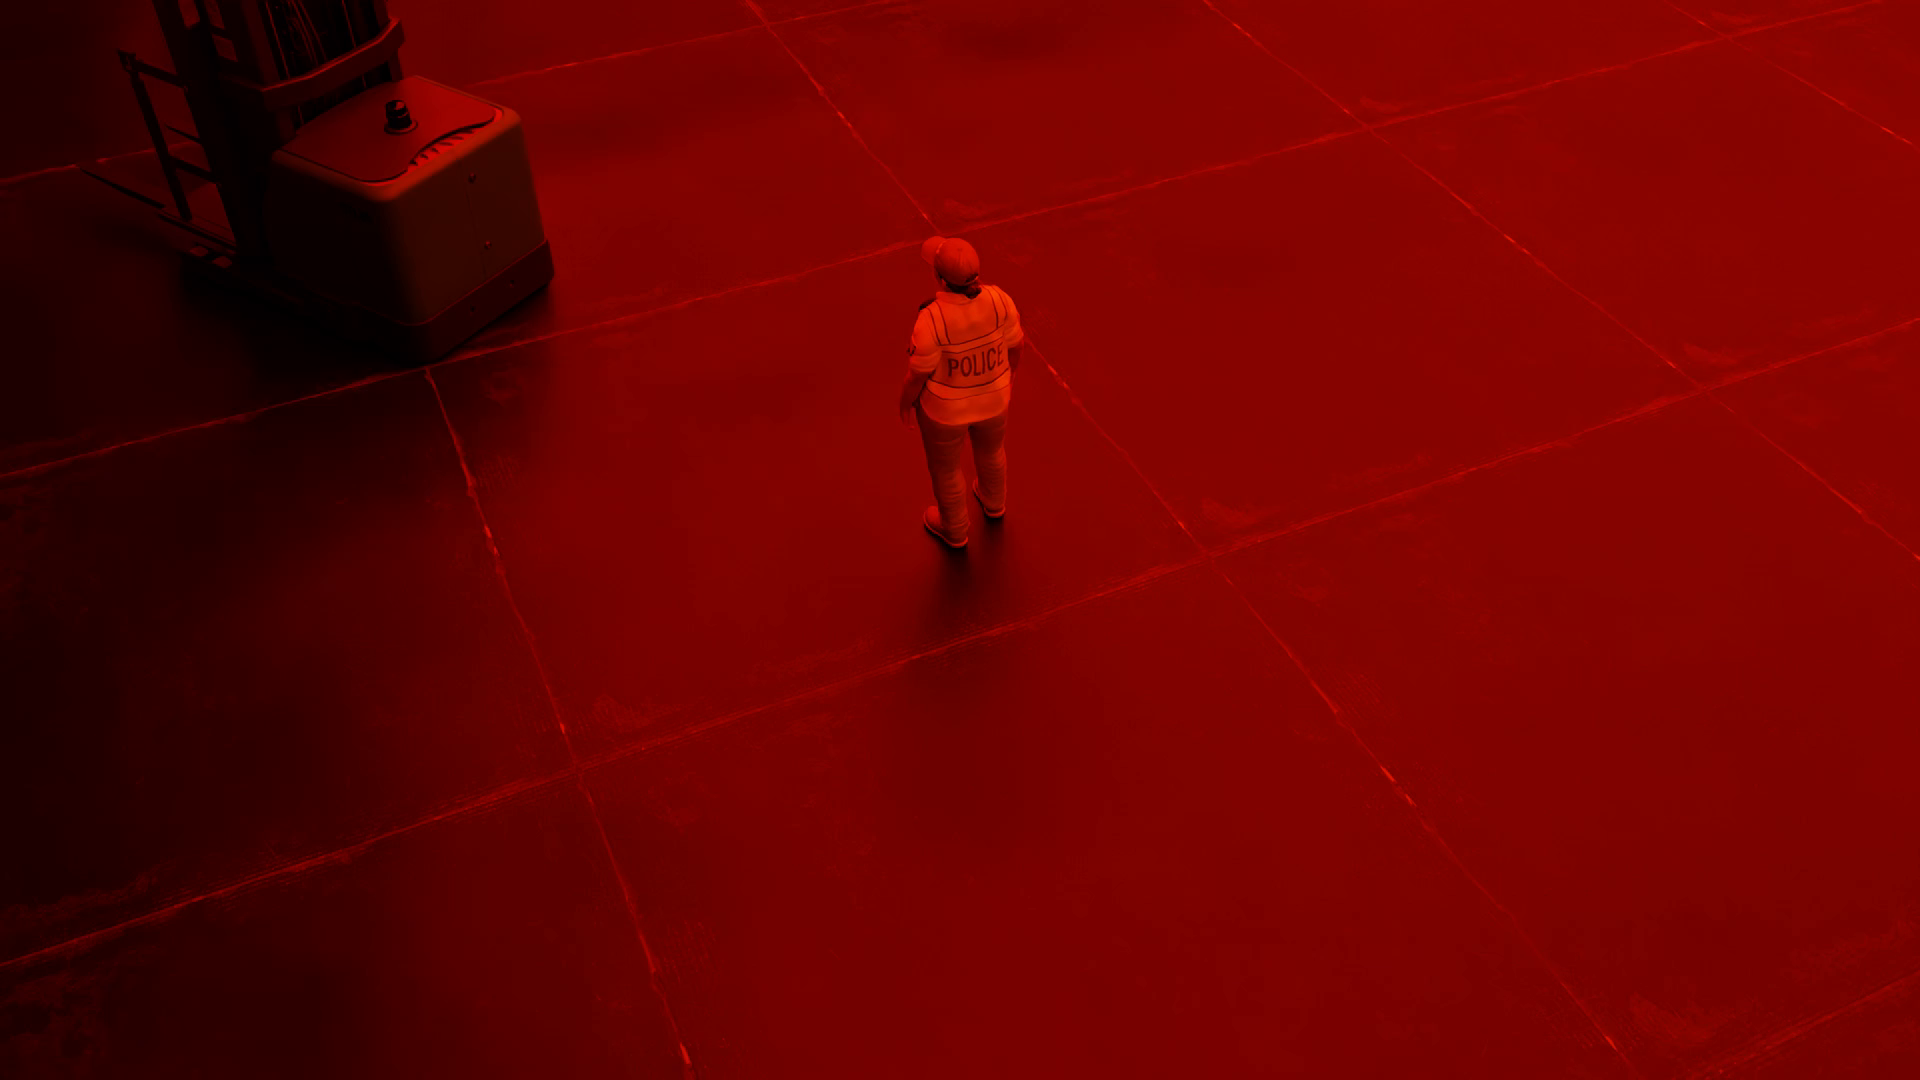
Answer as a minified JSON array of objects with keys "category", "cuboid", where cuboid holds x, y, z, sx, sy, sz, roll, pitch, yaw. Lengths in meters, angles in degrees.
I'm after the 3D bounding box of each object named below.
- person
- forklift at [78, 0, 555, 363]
[{"category":"person","cuboid":[-0.011,-0.669,7.312,0.598,1.670,0.529,-18,46,-18]},{"category":"forklift","cuboid":[-3.790,-2.776,8.655,3.031,2.935,1.130,23,48,23]}]
